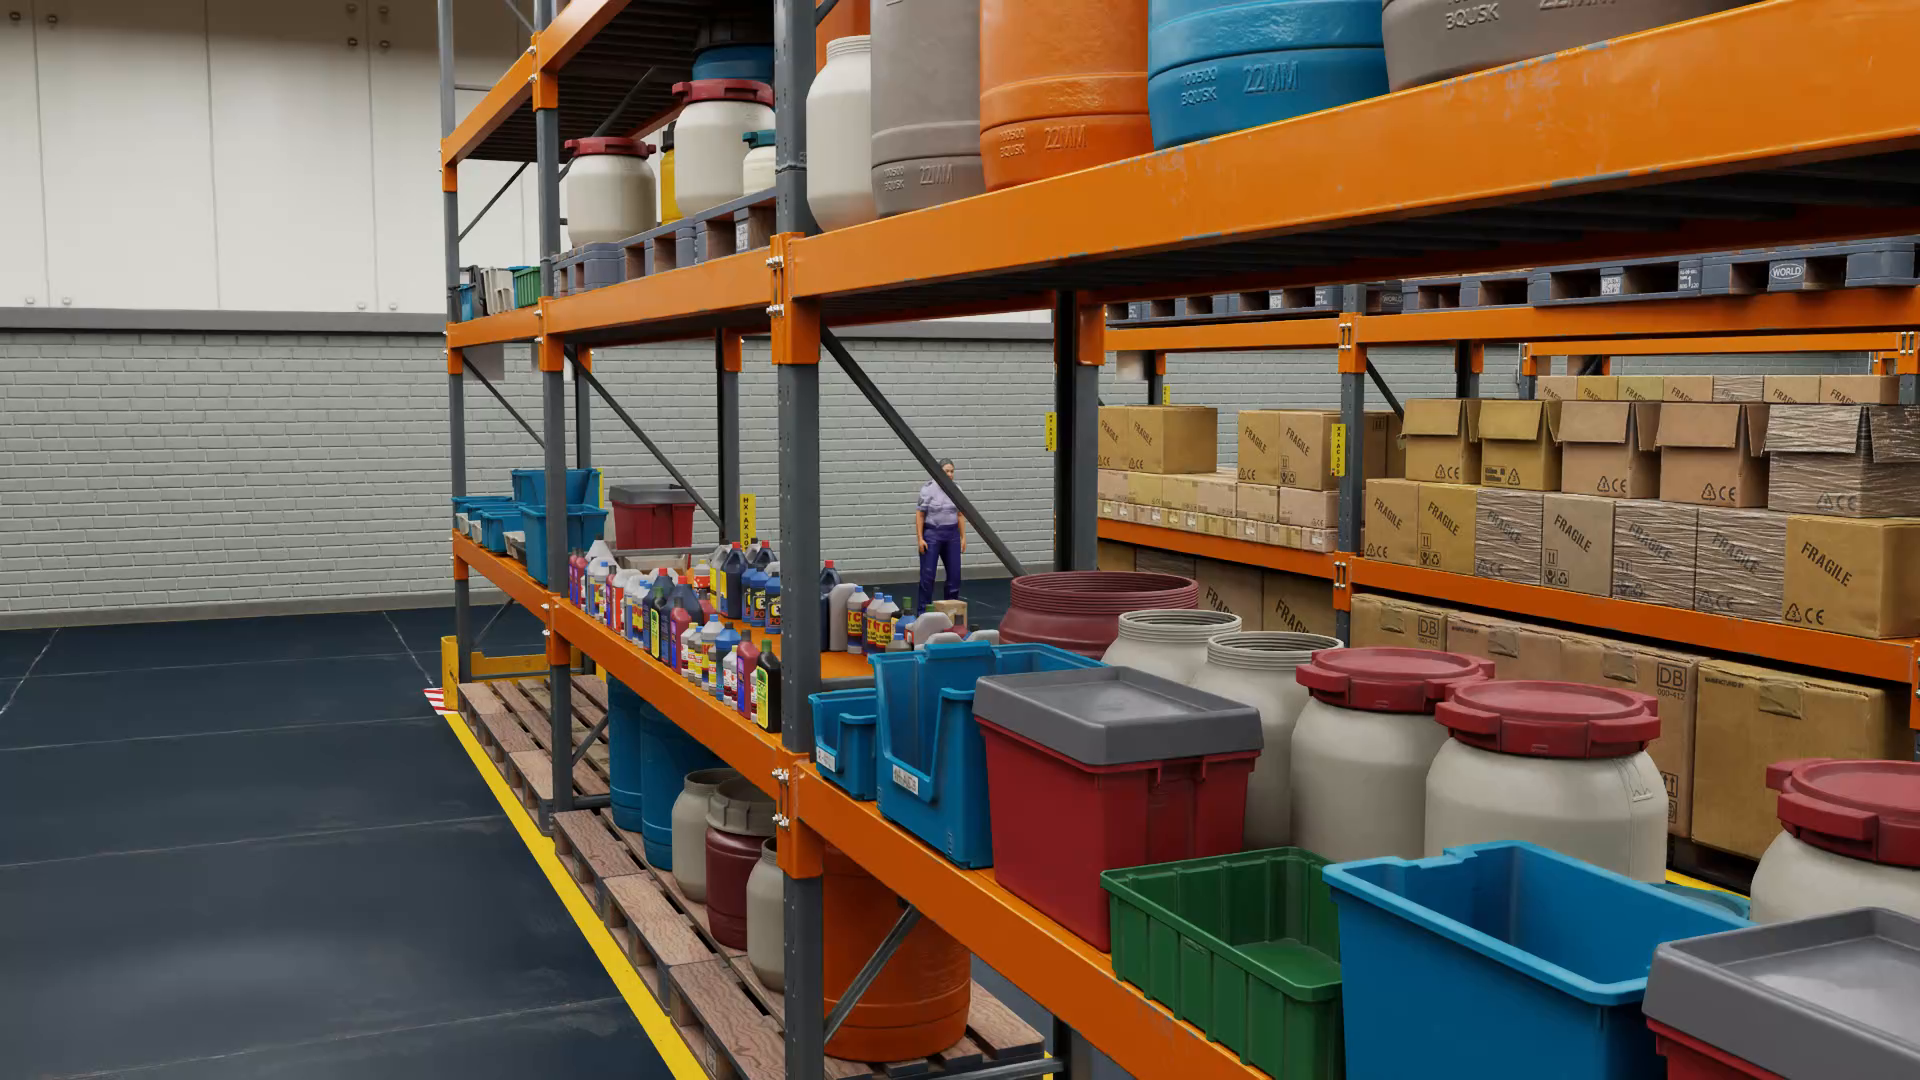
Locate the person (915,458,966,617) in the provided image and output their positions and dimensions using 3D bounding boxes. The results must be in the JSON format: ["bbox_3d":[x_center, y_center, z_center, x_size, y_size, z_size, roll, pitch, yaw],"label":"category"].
[{"bbox_3d":[-0.196,0.012,16.422,0.550,1.651,0.367,-3,6,-25],"label":"person"}]
